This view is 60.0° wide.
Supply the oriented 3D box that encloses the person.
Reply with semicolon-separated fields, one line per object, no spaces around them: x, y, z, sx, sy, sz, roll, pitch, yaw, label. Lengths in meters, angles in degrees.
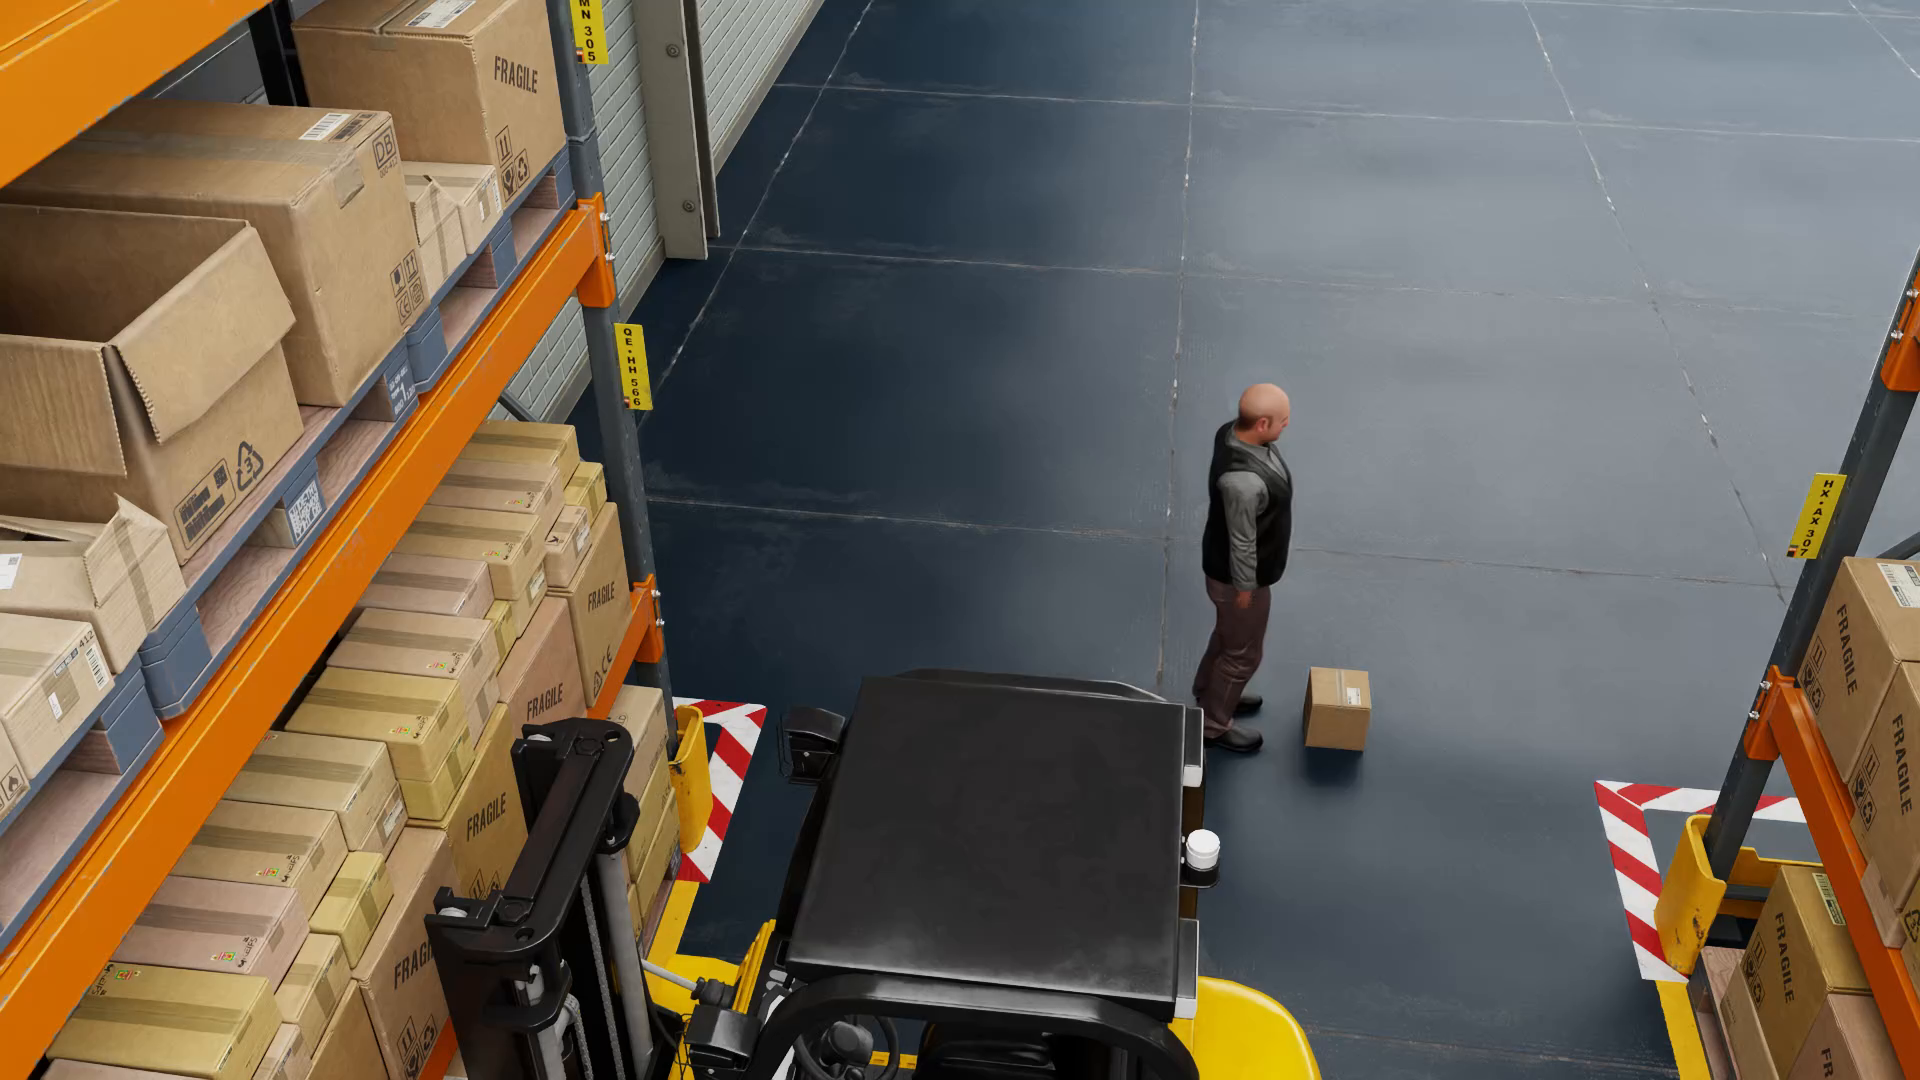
1.178;0.100;6.933;0.357;1.713;0.534;5;36;7;person
